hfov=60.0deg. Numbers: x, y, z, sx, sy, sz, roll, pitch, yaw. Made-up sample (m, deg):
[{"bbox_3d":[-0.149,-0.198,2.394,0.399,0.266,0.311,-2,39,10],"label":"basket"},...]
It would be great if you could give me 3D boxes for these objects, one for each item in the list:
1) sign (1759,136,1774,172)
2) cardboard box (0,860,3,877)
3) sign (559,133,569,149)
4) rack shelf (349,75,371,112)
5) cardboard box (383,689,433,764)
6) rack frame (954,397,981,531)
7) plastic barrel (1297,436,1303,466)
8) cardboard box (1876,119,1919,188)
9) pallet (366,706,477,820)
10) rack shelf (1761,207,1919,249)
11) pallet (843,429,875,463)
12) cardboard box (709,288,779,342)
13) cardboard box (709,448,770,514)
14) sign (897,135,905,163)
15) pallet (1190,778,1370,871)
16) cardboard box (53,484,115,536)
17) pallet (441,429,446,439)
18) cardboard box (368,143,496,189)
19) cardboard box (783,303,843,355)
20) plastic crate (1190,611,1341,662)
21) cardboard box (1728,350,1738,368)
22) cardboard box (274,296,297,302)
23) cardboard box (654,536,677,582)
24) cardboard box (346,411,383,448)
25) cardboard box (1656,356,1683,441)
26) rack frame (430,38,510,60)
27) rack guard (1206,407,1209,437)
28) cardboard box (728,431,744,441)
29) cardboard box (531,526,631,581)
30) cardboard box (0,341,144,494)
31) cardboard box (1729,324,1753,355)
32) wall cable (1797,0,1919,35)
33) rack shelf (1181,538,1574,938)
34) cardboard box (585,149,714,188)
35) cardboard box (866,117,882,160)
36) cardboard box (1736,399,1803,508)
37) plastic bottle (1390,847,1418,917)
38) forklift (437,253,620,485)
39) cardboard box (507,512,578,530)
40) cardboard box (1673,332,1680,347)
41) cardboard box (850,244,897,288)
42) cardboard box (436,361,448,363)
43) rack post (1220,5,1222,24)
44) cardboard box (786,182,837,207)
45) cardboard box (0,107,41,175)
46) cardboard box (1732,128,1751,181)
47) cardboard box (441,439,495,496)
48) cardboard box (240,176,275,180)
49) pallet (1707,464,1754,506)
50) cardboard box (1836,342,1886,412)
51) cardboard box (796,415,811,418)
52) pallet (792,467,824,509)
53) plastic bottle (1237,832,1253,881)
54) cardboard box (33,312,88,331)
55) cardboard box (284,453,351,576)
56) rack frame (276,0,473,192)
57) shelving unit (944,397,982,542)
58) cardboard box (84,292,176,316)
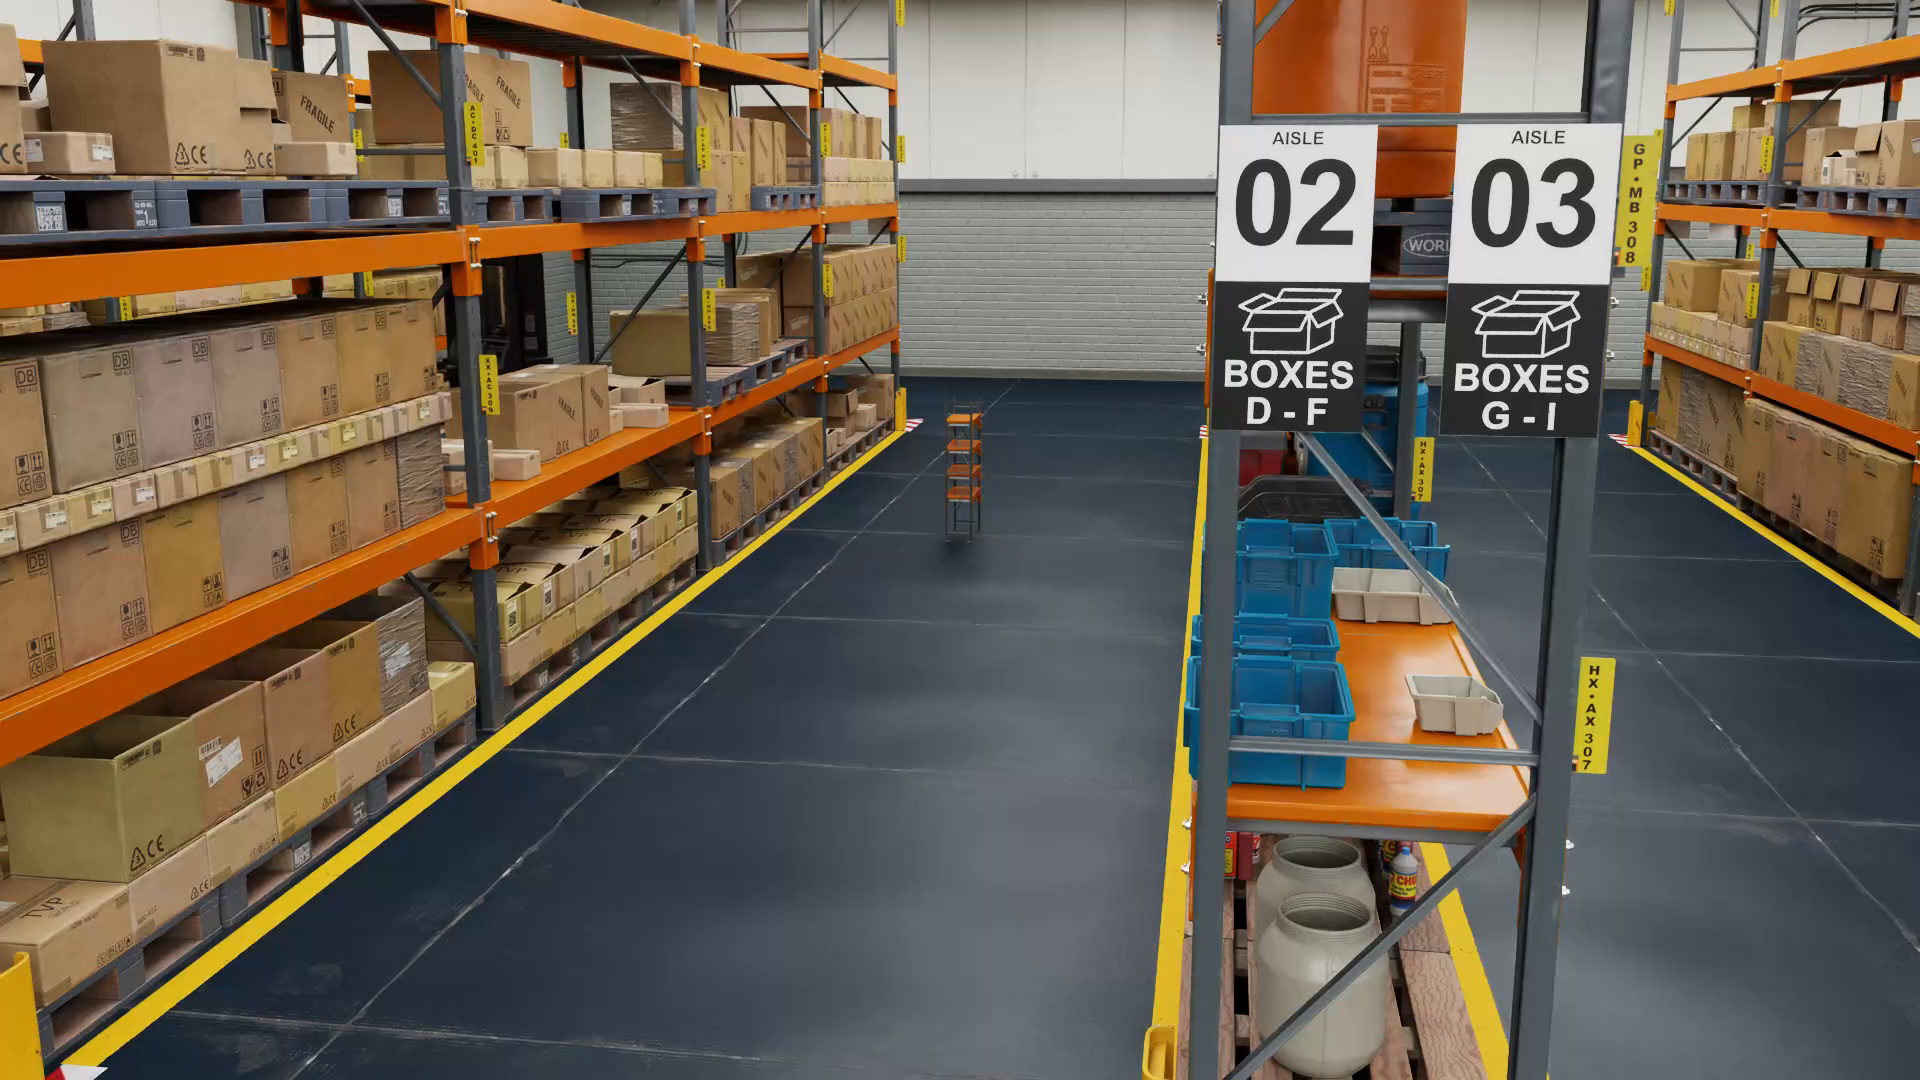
[{"bbox_3d":[7.359,-3.520,15.172,0.100,0.325,0.005,2,12,9],"label":"sign"},{"bbox_3d":[-3.937,1.083,6.100,0.500,0.500,0.500,2,12,9],"label":"cardboard box"},{"bbox_3d":[-3.031,-2.971,12.811,0.100,0.325,0.005,2,12,9],"label":"sign"},{"bbox_3d":[-6.468,-5.028,19.121,1.077,0.370,4.000,2,12,9],"label":"rack shelf"},{"bbox_3d":[-3.053,0.945,8.518,0.500,0.250,0.500,2,12,9],"label":"cardboard box"},{"bbox_3d":[0.063,-0.672,14.763,0.240,1.200,0.015,2,12,9],"label":"rack frame"},{"bbox_3d":[2.260,-0.651,10.072,0.433,0.535,0.433,0,12,0],"label":"plastic barrel"},{"bbox_3d":[7.361,-2.944,12.681,0.500,0.500,0.500,3,12,12],"label":"cardboard box"},{"bbox_3d":[-3.274,1.126,8.766,1.003,0.211,1.213,2,12,9],"label":"pallet"},{"bbox_3d":[7.600,-2.443,13.297,1.077,0.370,4.000,2,12,9],"label":"rack shelf"},{"bbox_3d":[-1.588,-1.101,19.101,1.003,0.211,1.213,2,12,9],"label":"pallet"},{"bbox_3d":[-2.174,-2.229,16.483,0.700,0.500,0.500,-2,12,-10],"label":"cardboard box"},{"bbox_3d":[-1.986,-0.526,14.702,0.500,0.500,0.500,2,12,8],"label":"cardboard box"},{"bbox_3d":[-0.720,-4.776,20.313,0.100,0.325,0.005,2,12,9],"label":"sign"},{"bbox_3d":[1.639,1.262,8.137,1.003,0.211,1.213,2,12,9],"label":"pallet"},{"bbox_3d":[-3.375,-0.116,6.135,0.380,0.149,0.250,2,12,9],"label":"cardboard box"},{"bbox_3d":[-6.396,-1.273,19.901,1.003,0.211,1.213,2,12,9],"label":"pallet"},{"bbox_3d":[-3.006,-2.127,9.484,0.500,0.250,0.500,3,13,15],"label":"cardboard box"},{"bbox_3d":[-1.533,-2.213,17.403,0.500,0.500,0.500,2,12,10],"label":"cardboard box"},{"bbox_3d":[1.055,0.417,5.793,0.499,0.251,0.408,2,12,9],"label":"plastic crate"},{"bbox_3d":[7.670,-1.750,16.088,0.380,0.149,0.250,2,12,10],"label":"cardboard box"},{"bbox_3d":[-6.752,-2.115,16.197,0.500,0.500,0.500,2,12,9],"label":"cardboard box"},{"bbox_3d":[-2.411,0.130,12.300,0.500,0.250,0.500,2,12,8],"label":"cardboard box"},{"bbox_3d":[-3.058,-0.543,8.115,0.380,0.149,0.250,2,12,9],"label":"cardboard box"},{"bbox_3d":[8.503,-1.608,18.882,0.875,0.875,0.875,2,12,9],"label":"cardboard box"},{"bbox_3d":[-6.160,-5.991,20.935,1.000,3.000,0.127,2,12,9],"label":"rack frame"},{"bbox_3d":[3.620,-1.521,20.366,1.175,0.500,0.348,2,12,9],"label":"rack guard"},{"bbox_3d":[-2.351,-0.752,15.750,0.500,0.500,0.500,2,12,9],"label":"cardboard box"},{"bbox_3d":[-2.566,0.066,11.268,0.500,0.311,0.500,2,12,10],"label":"cardboard box"},{"bbox_3d":[-3.558,-0.469,6.232,0.700,0.500,0.500,2,12,7],"label":"cardboard box"},{"bbox_3d":[7.716,-1.917,15.919,0.500,0.250,0.500,2,12,8],"label":"cardboard box"},{"bbox_3d":[12.798,-8.148,23.305,2.277,5.999,0.120,2,12,9],"label":"wall cable"},{"bbox_3d":[1.476,0.528,6.630,1.077,0.370,4.000,2,12,9],"label":"rack shelf"},{"bbox_3d":[-2.462,-2.841,13.198,0.910,0.500,0.500,2,12,9],"label":"cardboard box"},{"bbox_3d":[-1.328,-4.796,19.895,0.700,0.500,0.500,2,12,9],"label":"cardboard box"},{"bbox_3d":[7.829,-0.777,15.027,1.225,0.875,0.875,2,12,9],"label":"cardboard box"},{"bbox_3d":[1.755,1.344,6.568,0.097,0.271,0.097,0,12,0],"label":"plastic bottle"},{"bbox_3d":[-4.740,-1.770,15.749,1.130,2.935,3.031,10,16,40],"label":"forklift"},{"bbox_3d":[-3.019,-0.054,11.822,0.500,0.311,0.500,2,12,7],"label":"cardboard box"},{"bbox_3d":[7.986,-2.177,18.073,0.380,0.149,0.250,2,12,8],"label":"cardboard box"},{"bbox_3d":[-1.062,-3.335,20.238,0.500,0.500,0.500,2,12,8],"label":"cardboard box"},{"bbox_3d":[-6.425,-2.137,20.688,0.380,0.149,0.250,2,12,9],"label":"cardboard box"},{"bbox_3d":[2.001,-3.683,9.748,1.013,1.000,3.121,2,12,9],"label":"rack post"},{"bbox_3d":[-1.561,-3.553,17.094,0.500,0.250,0.500,2,12,9],"label":"cardboard box"},{"bbox_3d":[-3.809,-1.483,6.163,0.500,0.250,0.500,2,12,9],"label":"cardboard box"},{"bbox_3d":[8.056,-3.791,16.371,0.700,0.500,0.500,3,12,12],"label":"cardboard box"},{"bbox_3d":[-3.078,-0.432,9.732,0.500,0.250,0.500,3,12,12],"label":"cardboard box"},{"bbox_3d":[-7.041,-3.659,15.949,0.700,0.500,0.500,2,12,8],"label":"cardboard box"},{"bbox_3d":[8.102,-0.537,16.485,1.003,0.211,1.213,2,12,9],"label":"pallet"},{"bbox_3d":[7.283,-1.283,13.091,0.500,0.500,0.500,1,12,7],"label":"cardboard box"},{"bbox_3d":[-1.958,-1.251,18.516,0.500,0.311,0.500,2,12,9],"label":"cardboard box"},{"bbox_3d":[-1.968,-0.533,16.464,1.003,0.211,1.213,2,12,9],"label":"pallet"},{"bbox_3d":[1.189,1.261,6.926,0.061,0.283,0.133,2,12,9],"label":"plastic bottle"},{"bbox_3d":[-7.453,-1.559,13.327,0.700,0.500,0.500,0,12,2],"label":"cardboard box"},{"bbox_3d":[-3.328,-0.143,7.800,0.700,0.500,0.500,2,12,9],"label":"cardboard box"},{"bbox_3d":[-3.111,-3.334,8.602,1.000,3.000,0.127,2,12,9],"label":"rack frame"},{"bbox_3d":[0.025,-0.621,14.527,0.258,1.200,0.503,2,12,9],"label":"shelving unit"},{"bbox_3d":[-7.062,-2.056,14.144,0.500,0.250,0.500,2,12,10],"label":"cardboard box"}]
